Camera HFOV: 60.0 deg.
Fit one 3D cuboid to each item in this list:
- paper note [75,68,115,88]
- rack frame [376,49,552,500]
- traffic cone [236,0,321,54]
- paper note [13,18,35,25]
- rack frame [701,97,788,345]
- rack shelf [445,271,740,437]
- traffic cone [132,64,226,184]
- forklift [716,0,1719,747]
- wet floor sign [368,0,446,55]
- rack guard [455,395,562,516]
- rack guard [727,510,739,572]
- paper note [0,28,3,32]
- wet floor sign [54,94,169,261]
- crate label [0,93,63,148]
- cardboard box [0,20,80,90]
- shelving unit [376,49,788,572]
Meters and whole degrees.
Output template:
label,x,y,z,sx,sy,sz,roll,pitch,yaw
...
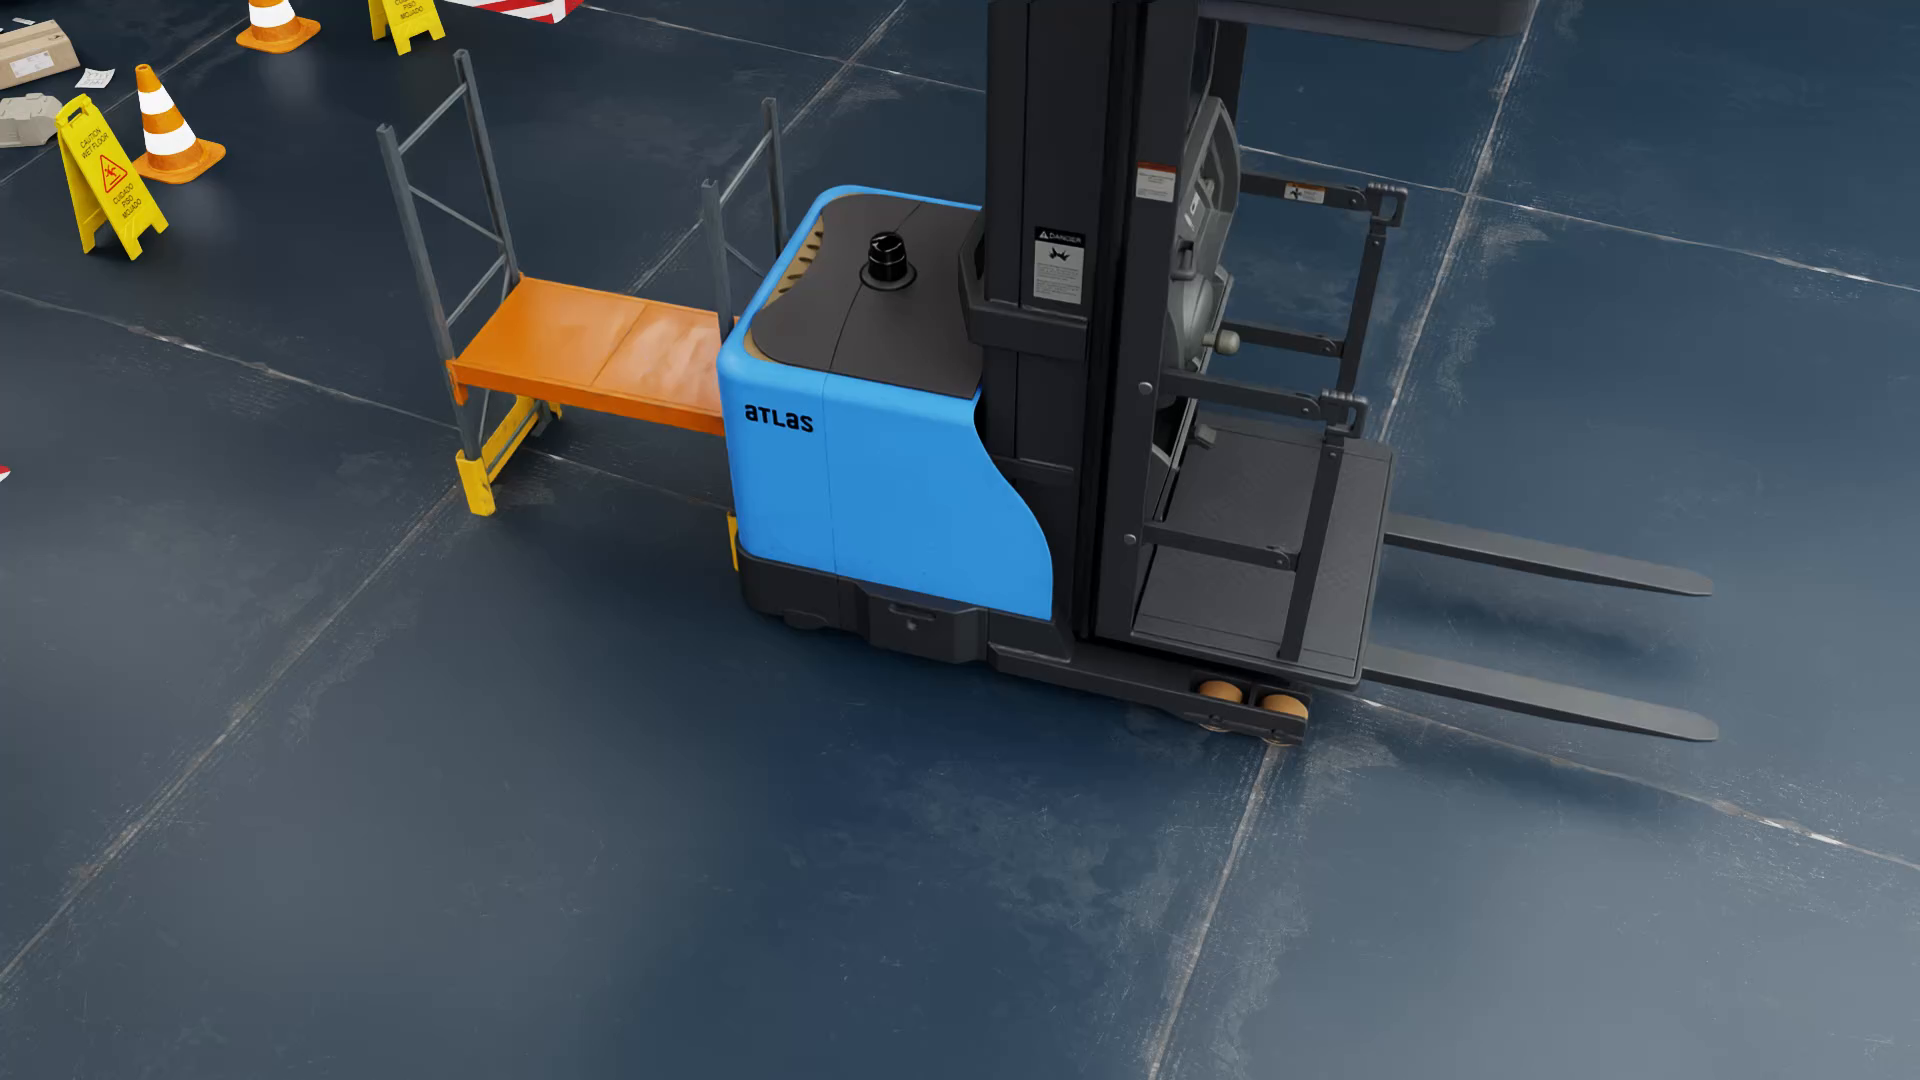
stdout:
label,x,y,z,sx,sy,sz,roll,pitch,yaw
paper note,-4.135,-2.211,7.950,0.142,0.019,0.148,2,45,2
rack frame,-1.607,-0.819,5.510,0.032,1.500,0.500,12,46,12
traffic cone,-3.390,-2.680,8.115,0.334,0.463,0.336,16,47,16
paper note,-4.712,-2.610,8.367,0.123,0.001,0.032,16,47,16
rack frame,-0.633,-0.615,5.305,0.032,1.500,0.500,12,46,12
rack shelf,-1.120,-0.590,5.534,1.000,0.185,0.538,12,46,12
traffic cone,-3.503,-1.865,7.296,0.334,0.463,0.336,16,47,16
forklift,0.855,-0.827,4.503,3.031,2.935,1.130,12,46,12
wet floor sign,-2.733,-2.719,8.026,0.232,0.644,0.267,33,54,29
rack guard,-1.606,-0.376,5.950,0.087,0.250,0.587,12,46,12
rack guard,-0.651,-0.176,5.750,0.087,0.250,0.587,12,46,12
paper note,-4.861,-2.535,8.284,0.142,0.019,0.148,33,54,29
wet floor sign,-3.520,-1.499,6.799,0.232,0.644,0.267,9,46,9
crate label,-4.253,-1.923,7.585,0.298,0.136,0.250,-5,45,-5
cardboard box,-4.483,-2.332,7.989,0.380,0.149,0.250,-28,51,-25
shelving unit,-1.129,-0.719,5.409,1.083,1.500,0.587,12,46,12
